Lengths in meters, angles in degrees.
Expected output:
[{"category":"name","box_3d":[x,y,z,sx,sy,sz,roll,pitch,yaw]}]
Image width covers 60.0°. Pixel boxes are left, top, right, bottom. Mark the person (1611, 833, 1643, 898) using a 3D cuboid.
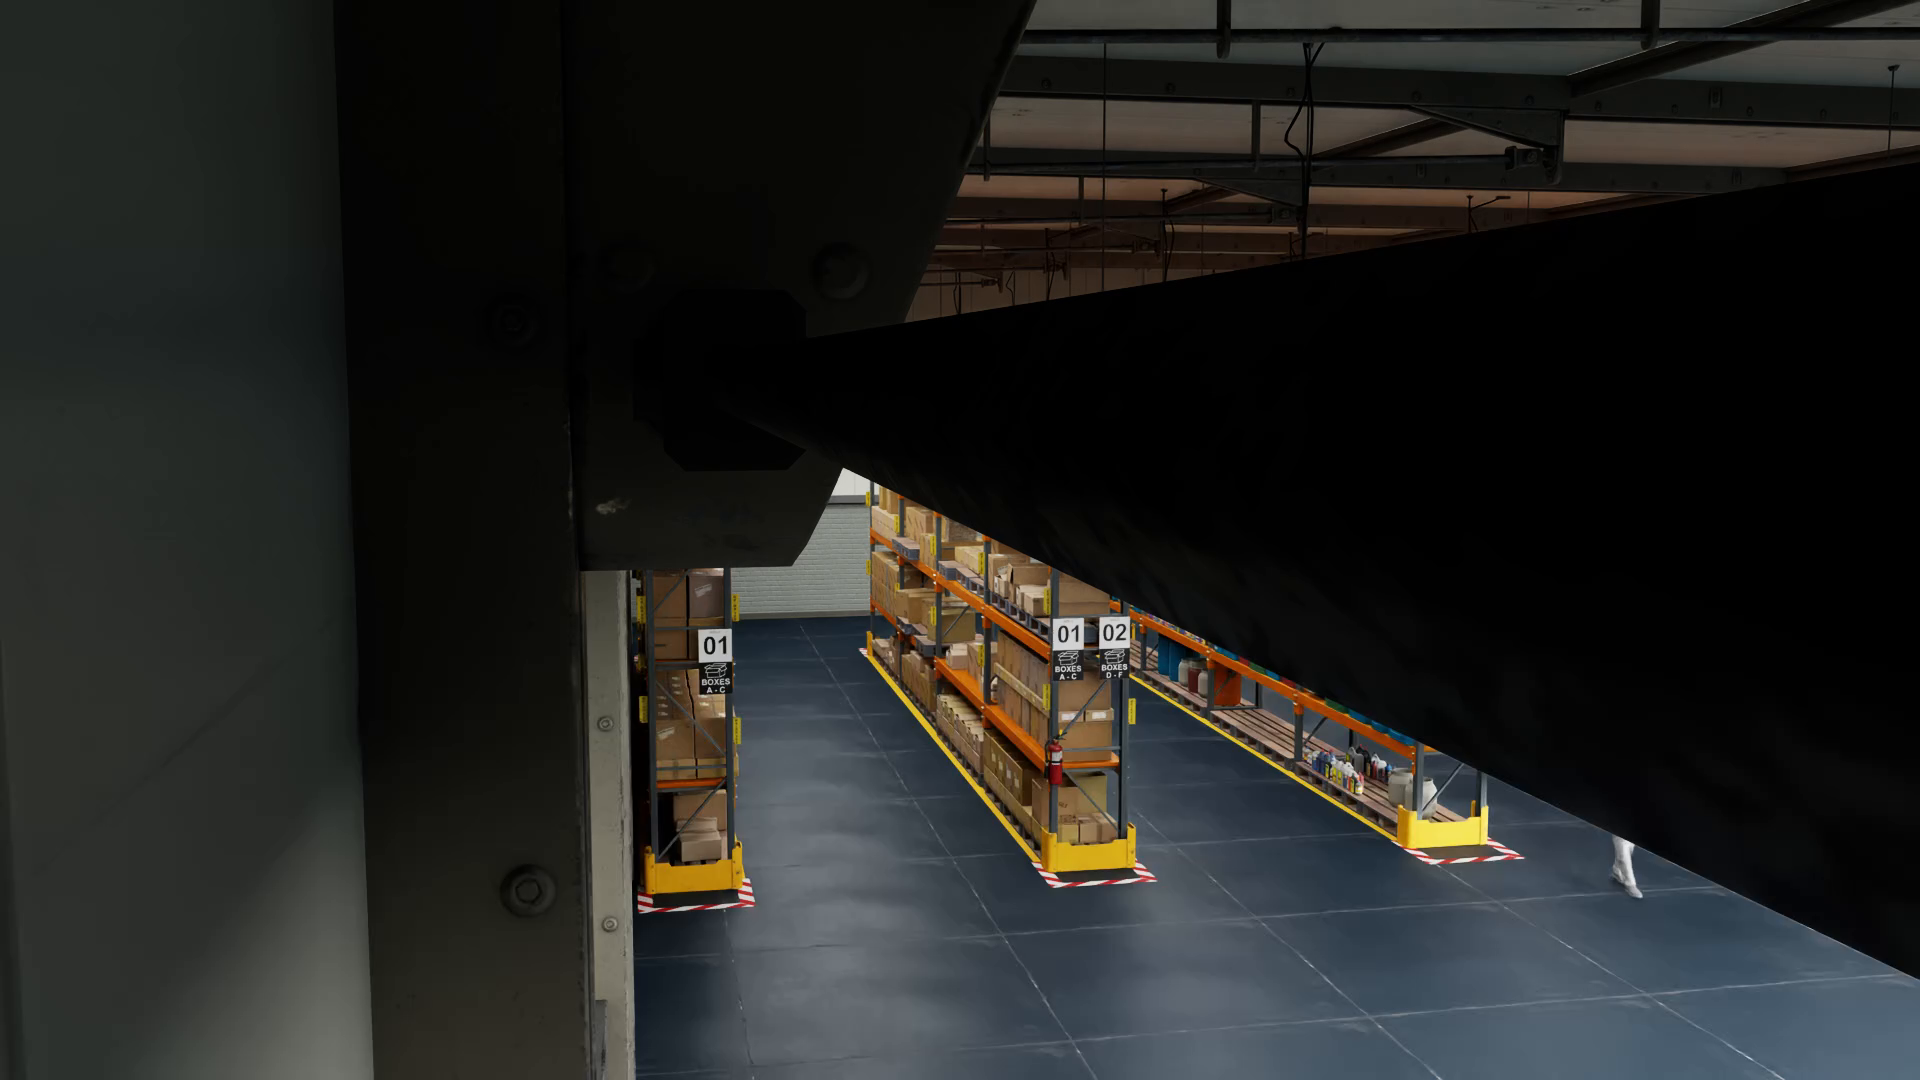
[{"category":"person","box_3d":[8.078,3.412,20.039,0.501,1.627,0.899,0,6,-5]}]
